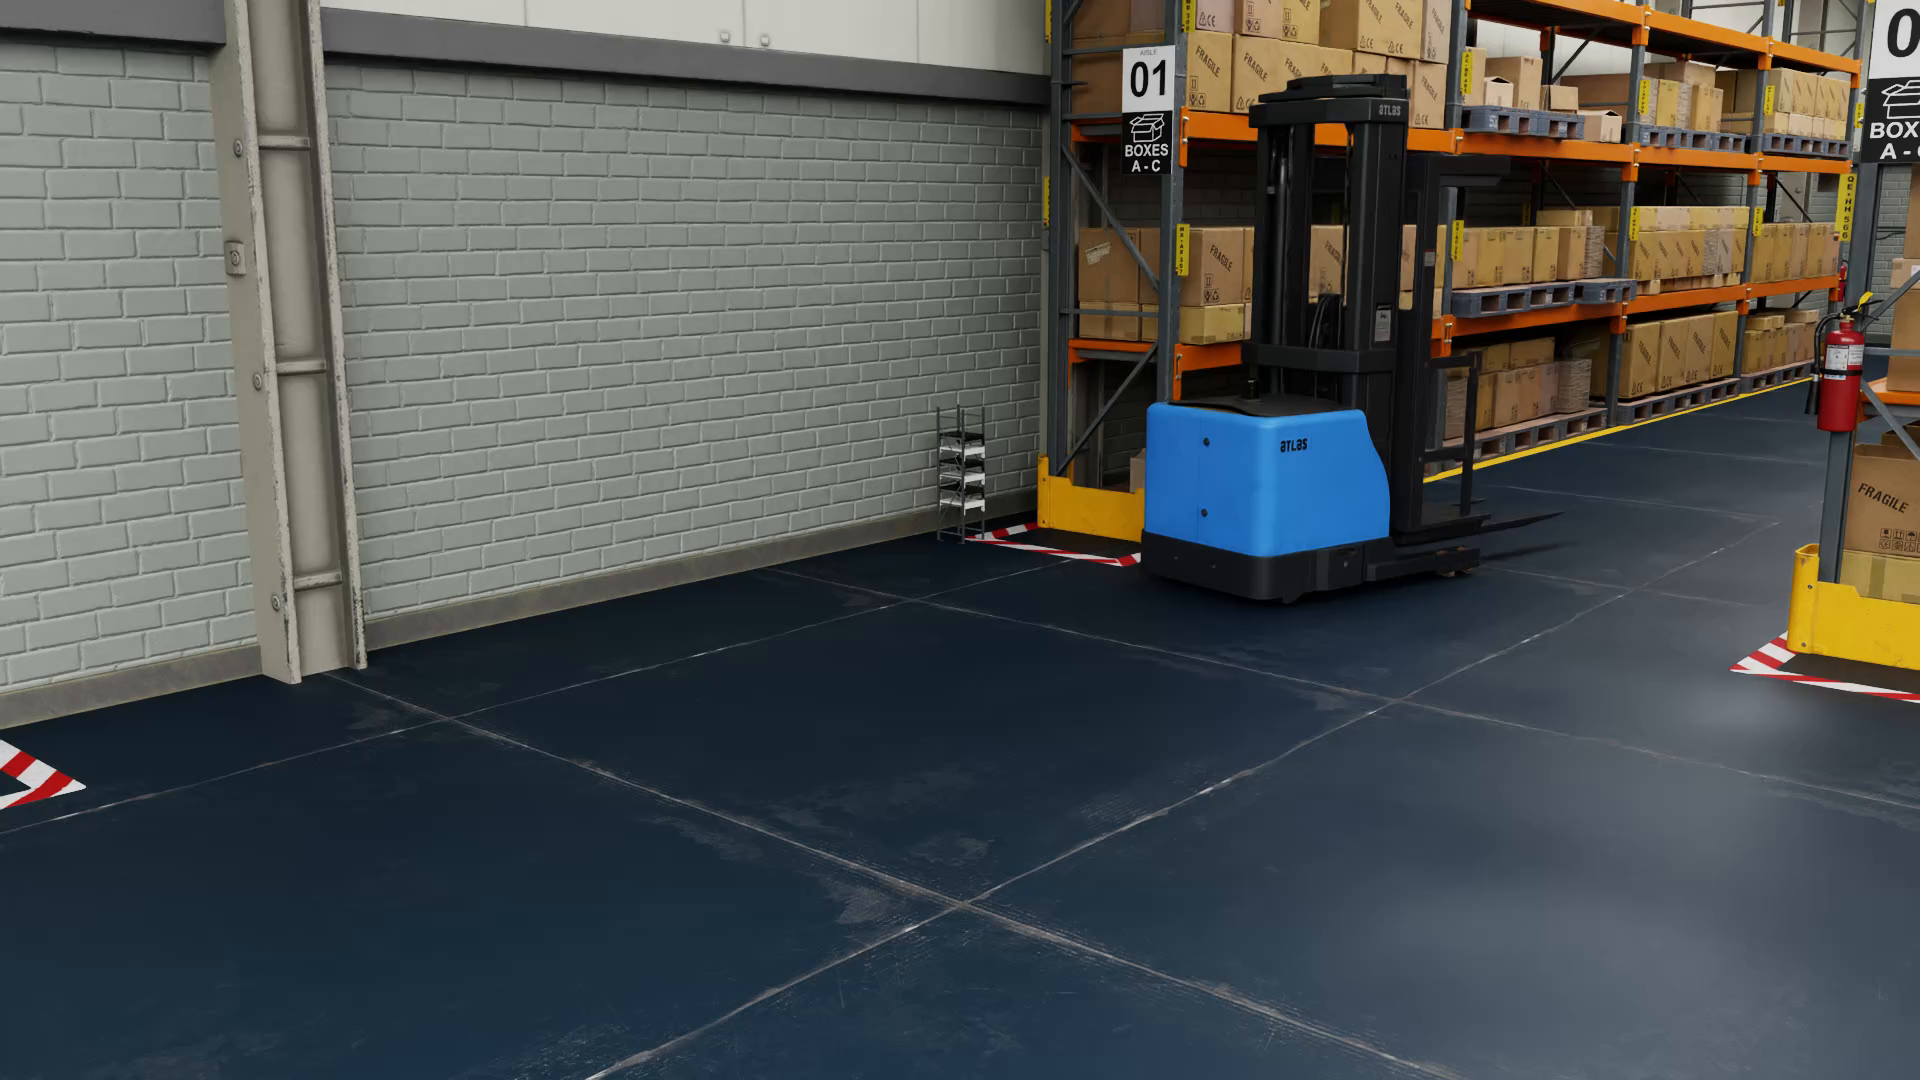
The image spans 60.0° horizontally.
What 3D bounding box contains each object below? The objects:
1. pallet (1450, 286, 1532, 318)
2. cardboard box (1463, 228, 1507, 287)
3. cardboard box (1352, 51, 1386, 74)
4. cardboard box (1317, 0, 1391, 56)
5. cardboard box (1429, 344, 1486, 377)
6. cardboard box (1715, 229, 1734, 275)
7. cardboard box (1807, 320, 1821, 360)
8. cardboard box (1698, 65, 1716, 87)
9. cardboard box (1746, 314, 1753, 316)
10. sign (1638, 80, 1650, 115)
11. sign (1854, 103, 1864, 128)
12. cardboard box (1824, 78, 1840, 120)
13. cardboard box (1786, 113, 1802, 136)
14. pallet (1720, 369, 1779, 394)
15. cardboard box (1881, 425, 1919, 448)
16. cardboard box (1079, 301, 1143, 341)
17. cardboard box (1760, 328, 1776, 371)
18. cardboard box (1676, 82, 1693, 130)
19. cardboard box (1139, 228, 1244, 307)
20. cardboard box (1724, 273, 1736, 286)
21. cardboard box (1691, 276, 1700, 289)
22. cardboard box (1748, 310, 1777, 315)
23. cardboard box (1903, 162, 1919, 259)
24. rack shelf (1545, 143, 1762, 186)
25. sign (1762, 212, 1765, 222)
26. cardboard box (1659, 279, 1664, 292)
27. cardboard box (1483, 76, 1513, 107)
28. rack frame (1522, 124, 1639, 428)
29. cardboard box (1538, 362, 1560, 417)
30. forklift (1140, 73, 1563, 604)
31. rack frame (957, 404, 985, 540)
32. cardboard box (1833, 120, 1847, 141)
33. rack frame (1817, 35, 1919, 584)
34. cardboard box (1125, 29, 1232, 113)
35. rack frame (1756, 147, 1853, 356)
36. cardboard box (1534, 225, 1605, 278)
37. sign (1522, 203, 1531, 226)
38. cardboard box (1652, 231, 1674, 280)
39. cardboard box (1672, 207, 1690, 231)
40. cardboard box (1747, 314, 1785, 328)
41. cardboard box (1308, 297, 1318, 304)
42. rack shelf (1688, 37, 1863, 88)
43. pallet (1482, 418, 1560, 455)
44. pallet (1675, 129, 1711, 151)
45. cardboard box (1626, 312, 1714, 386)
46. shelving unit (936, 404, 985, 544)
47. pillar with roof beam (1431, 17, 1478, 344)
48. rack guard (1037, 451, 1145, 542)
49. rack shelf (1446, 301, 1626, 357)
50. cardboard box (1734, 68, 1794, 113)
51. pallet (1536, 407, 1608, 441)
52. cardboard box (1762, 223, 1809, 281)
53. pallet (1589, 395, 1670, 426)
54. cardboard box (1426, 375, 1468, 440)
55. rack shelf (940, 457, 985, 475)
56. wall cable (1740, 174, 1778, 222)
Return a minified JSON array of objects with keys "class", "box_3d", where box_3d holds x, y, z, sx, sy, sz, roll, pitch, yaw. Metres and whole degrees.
[{"class":"pallet","box_3d":[4.272,-2.098,14.545,1.003,0.211,1.213,10,15,40]},{"class":"cardboard box","box_3d":[4.394,-2.515,14.764,0.500,0.500,0.700,-10,15,-42]},{"class":"cardboard box","box_3d":[2.830,-3.362,12.423,0.500,0.500,0.500,9,14,38]},{"class":"cardboard box","box_3d":[2.841,-3.849,12.307,0.500,0.500,0.500,9,14,38]},{"class":"cardboard box","box_3d":[4.420,-1.631,15.065,0.500,0.250,0.500,9,15,39]},{"class":"cardboard box","box_3d":[8.495,-3.303,19.024,0.500,0.500,0.500,10,15,41]},{"class":"cardboard box","box_3d":[11.193,-2.728,22.520,0.700,0.500,0.500,10,15,40]},{"class":"cardboard box","box_3d":[8.260,-5.266,18.967,0.500,0.250,0.500,-11,16,-43]},{"class":"cardboard box","box_3d":[9.952,-2.828,21.366,0.380,0.149,0.250,10,15,41]},{"class":"sign","box_3d":[6.705,-4.341,16.306,0.100,0.325,0.005,10,15,40]},{"class":"sign","box_3d":[11.978,-5.658,22.162,0.100,0.325,0.005,10,15,40]},{"class":"cardboard box","box_3d":[10.963,-5.668,21.416,0.500,0.500,0.500,10,15,42]},{"class":"cardboard box","box_3d":[9.940,-5.068,20.325,0.500,0.250,0.500,9,15,39]},{"class":"pallet","box_3d":[9.500,-2.009,20.733,1.003,0.211,1.213,10,15,40]},{"class":"cardboard box","box_3d":[5.521,-0.361,9.395,0.500,0.500,0.500,10,15,40]},{"class":"cardboard box","box_3d":[1.181,-1.540,11.593,0.500,0.250,0.500,10,15,41]},{"class":"cardboard box","box_3d":[9.844,-2.425,21.006,0.700,0.500,0.500,10,15,40]},{"class":"cardboard box","box_3d":[7.578,-4.740,18.247,0.700,0.500,0.500,10,15,40]},{"class":"cardboard box","box_3d":[1.559,-1.845,11.207,0.500,0.500,0.500,10,15,40]},{"class":"cardboard box","box_3d":[8.780,-3.035,19.339,0.380,0.149,0.250,10,15,41]},{"class":"cardboard box","box_3d":[8.057,-2.894,18.633,0.380,0.149,0.250,9,15,39]},{"class":"cardboard box","box_3d":[10.626,-2.979,22.120,0.380,0.149,0.250,10,15,41]},{"class":"cardboard box","box_3d":[5.094,-1.630,8.145,0.700,0.500,0.500,10,15,41]},{"class":"rack shelf","box_3d":[7.619,-4.099,18.254,1.077,0.370,4.000,10,15,40]},{"class":"sign","box_3d":[11.167,-4.400,23.168,0.100,0.325,0.005,10,15,40]},{"class":"cardboard box","box_3d":[7.340,-2.748,17.902,0.380,0.149,0.250,10,15,42]},{"class":"cardboard box","box_3d":[4.486,-3.892,14.536,0.500,0.311,0.500,10,15,42]},{"class":"rack frame","box_3d":[6.299,-2.687,17.004,1.000,3.000,0.127,10,15,40]},{"class":"cardboard box","box_3d":[5.435,-1.503,16.337,0.700,0.500,0.500,10,15,40]},{"class":"forklift","box_3d":[2.572,-1.284,10.155,3.031,2.935,1.130,-8,14,-35]},{"class":"rack frame","box_3d":[0.072,-0.457,11.204,0.240,0.900,0.006,10,15,40]},{"class":"cardboard box","box_3d":[11.296,-5.374,21.855,0.500,0.250,0.500,10,15,42]},{"class":"rack frame","box_3d":[4.741,-0.870,7.907,1.000,3.000,0.127,10,15,40]},{"class":"cardboard box","box_3d":[1.426,-3.056,10.890,0.500,0.500,0.500,10,15,42]},{"class":"rack frame","box_3d":[11.580,-3.864,22.897,1.000,3.000,0.127,10,15,40]},{"class":"cardboard box","box_3d":[5.996,-2.881,16.598,0.700,0.500,0.500,8,14,34]},{"class":"sign","box_3d":[5.880,-3.326,17.247,0.100,0.325,0.005,10,15,40]},{"class":"cardboard box","box_3d":[7.164,-3.005,17.535,0.500,0.500,0.500,10,15,42]},{"class":"cardboard box","box_3d":[7.473,-3.446,17.824,0.500,0.250,0.500,10,15,41]},{"class":"cardboard box","box_3d":[10.217,-2.774,21.094,0.380,0.149,0.250,9,15,39]},{"class":"cardboard box","box_3d":[2.251,-1.629,12.040,0.500,0.250,0.500,9,15,39]},{"class":"rack shelf","box_3d":[10.259,-5.962,20.945,1.077,0.370,4.000,10,15,40]},{"class":"pallet","box_3d":[4.976,-1.026,15.808,1.003,0.211,1.213,10,15,40]},{"class":"pallet","box_3d":[7.420,-4.331,18.063,1.003,0.211,1.213,11,16,43]},{"class":"cardboard box","box_3d":[8.023,-2.183,18.900,0.750,0.750,0.750,10,15,42]},{"class":"shelving unit","box_3d":[0.005,-0.442,11.129,0.258,0.900,0.210,10,15,40]},{"class":"pillar with roof beam","box_3d":[8.025,-4.992,13.232,9.100,9.000,0.400,10,15,40]},{"class":"rack guard","box_3d":[1.068,-0.295,11.412,1.175,0.500,0.348,10,15,40]},{"class":"rack shelf","box_3d":[4.979,-2.040,15.601,1.077,0.370,4.000,10,15,40]},{"class":"cardboard box","box_3d":[9.620,-5.364,19.890,0.500,0.500,0.500,10,15,40]},{"class":"pallet","box_3d":[5.782,-1.204,16.702,1.003,0.211,1.213,10,15,40]},{"class":"cardboard box","box_3d":[10.268,-3.715,21.386,0.980,0.700,0.700,9,14,38]},{"class":"pallet","box_3d":[6.876,-1.425,17.809,1.003,0.211,1.213,10,15,40]},{"class":"cardboard box","box_3d":[4.132,-1.198,14.812,0.700,0.500,0.500,10,15,42]},{"class":"rack shelf","box_3d":[0.005,-0.498,11.118,0.258,0.077,0.200,10,15,40]},{"class":"wall cable","box_3d":[11.714,-4.672,24.353,0.084,1.984,1.851,10,15,40]}]
